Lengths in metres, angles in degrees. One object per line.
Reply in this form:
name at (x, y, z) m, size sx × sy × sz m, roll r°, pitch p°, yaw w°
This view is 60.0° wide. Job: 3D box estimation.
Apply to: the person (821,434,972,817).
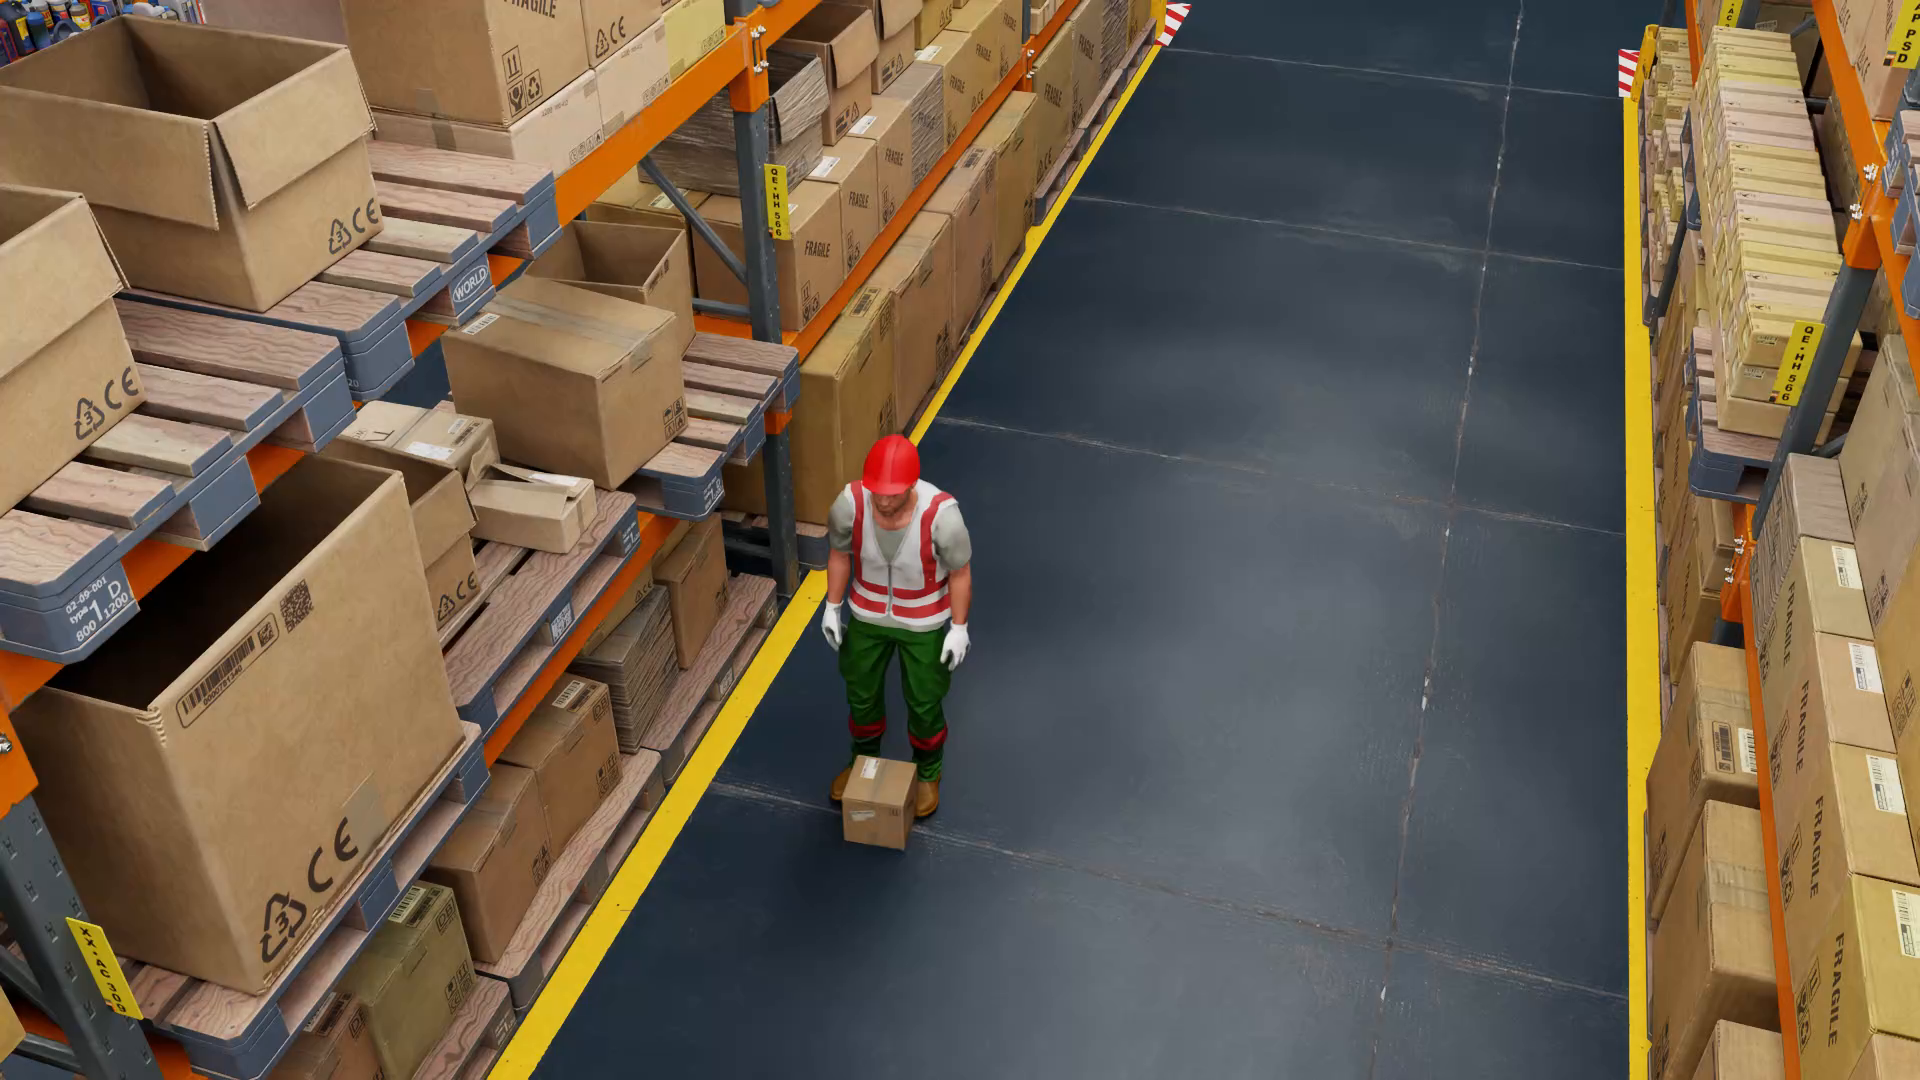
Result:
person at (-0.249, 0.322, 6.449) m, size 0.597 × 1.778 × 0.450 m, roll 9°, pitch 38°, yaw 12°
